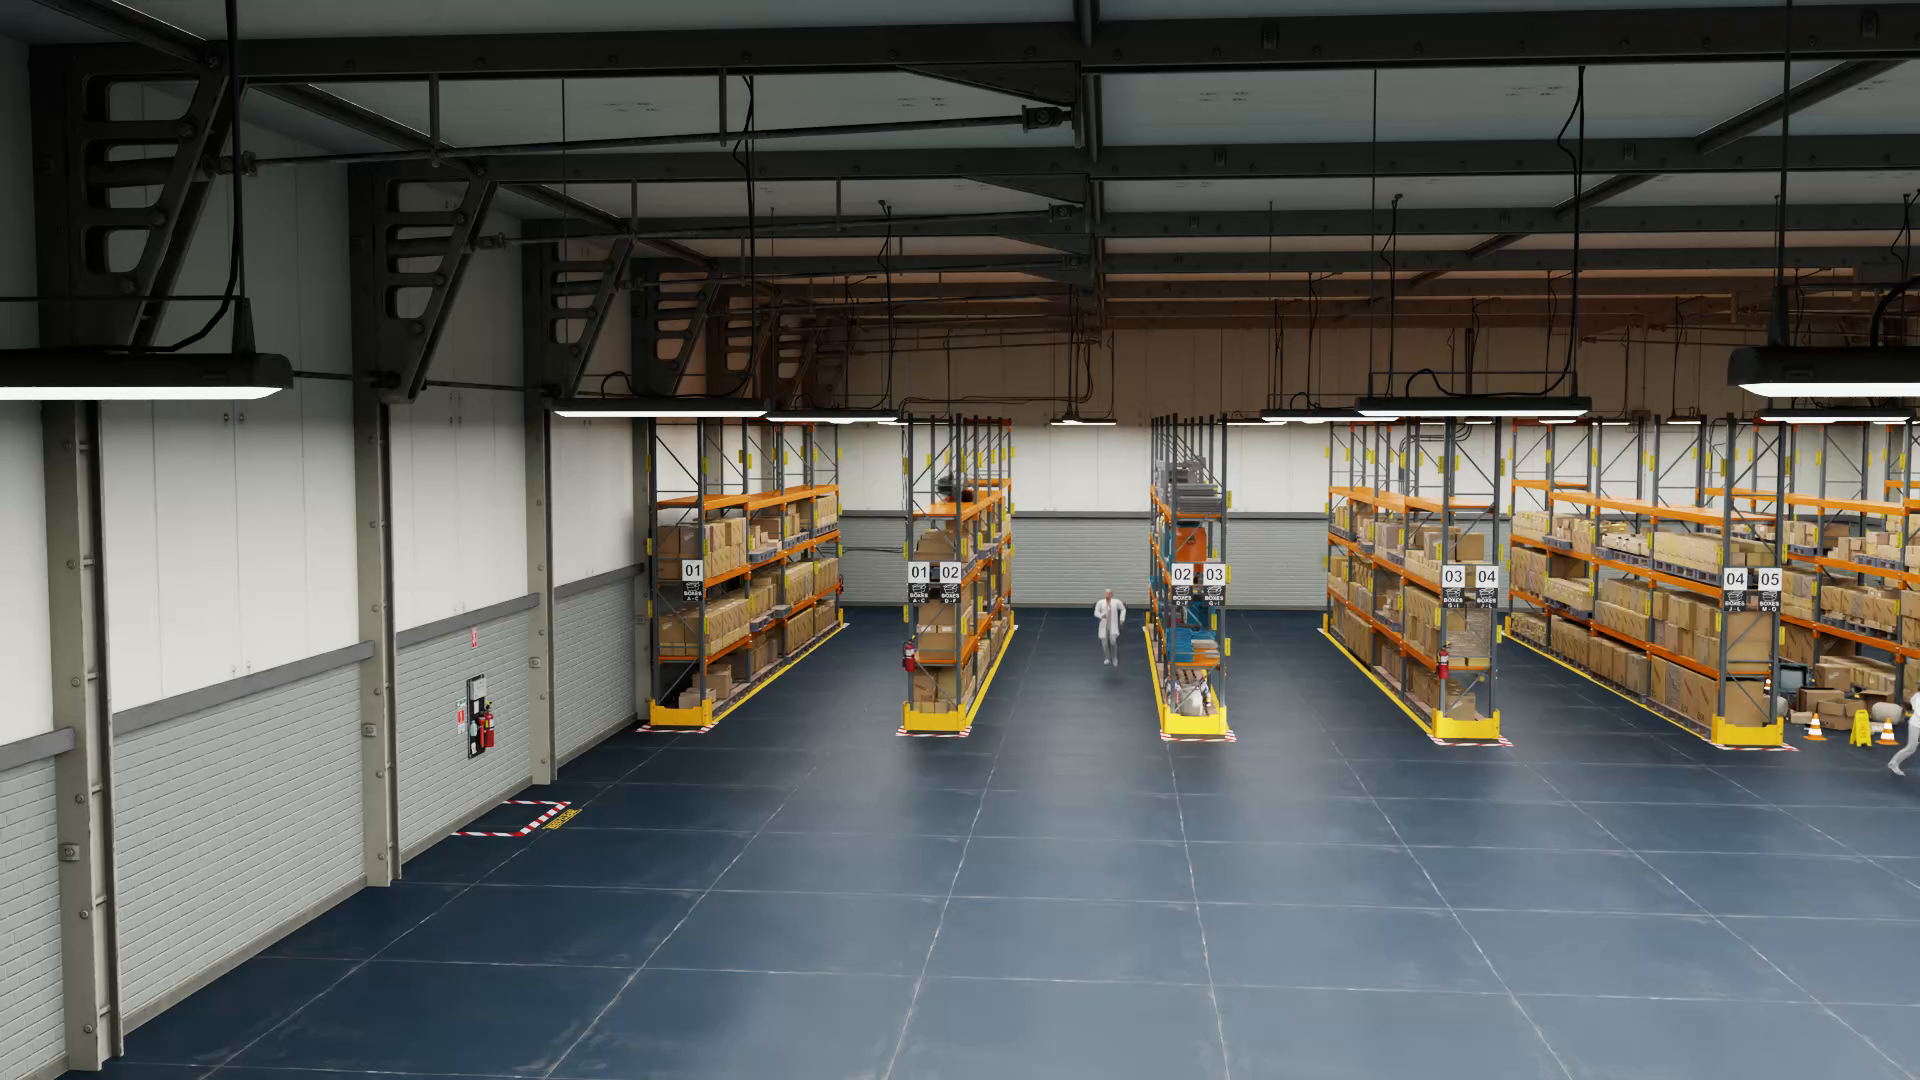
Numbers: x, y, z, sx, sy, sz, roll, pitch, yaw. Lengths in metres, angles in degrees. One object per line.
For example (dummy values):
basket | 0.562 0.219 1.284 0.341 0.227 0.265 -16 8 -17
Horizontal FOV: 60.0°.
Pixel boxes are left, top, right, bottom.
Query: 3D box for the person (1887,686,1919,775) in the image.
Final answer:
person | 15.507 3.098 26.972 0.597 1.726 0.815 -3 5 -38

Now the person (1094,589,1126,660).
person | 3.432 1.962 38.199 0.706 1.674 0.694 1 4 9

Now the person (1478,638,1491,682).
person | 11.859 2.310 37.779 0.434 1.767 0.852 0 4 7

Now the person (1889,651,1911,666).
person | 21.863 2.241 38.613 0.565 1.494 0.741 0 4 -3
